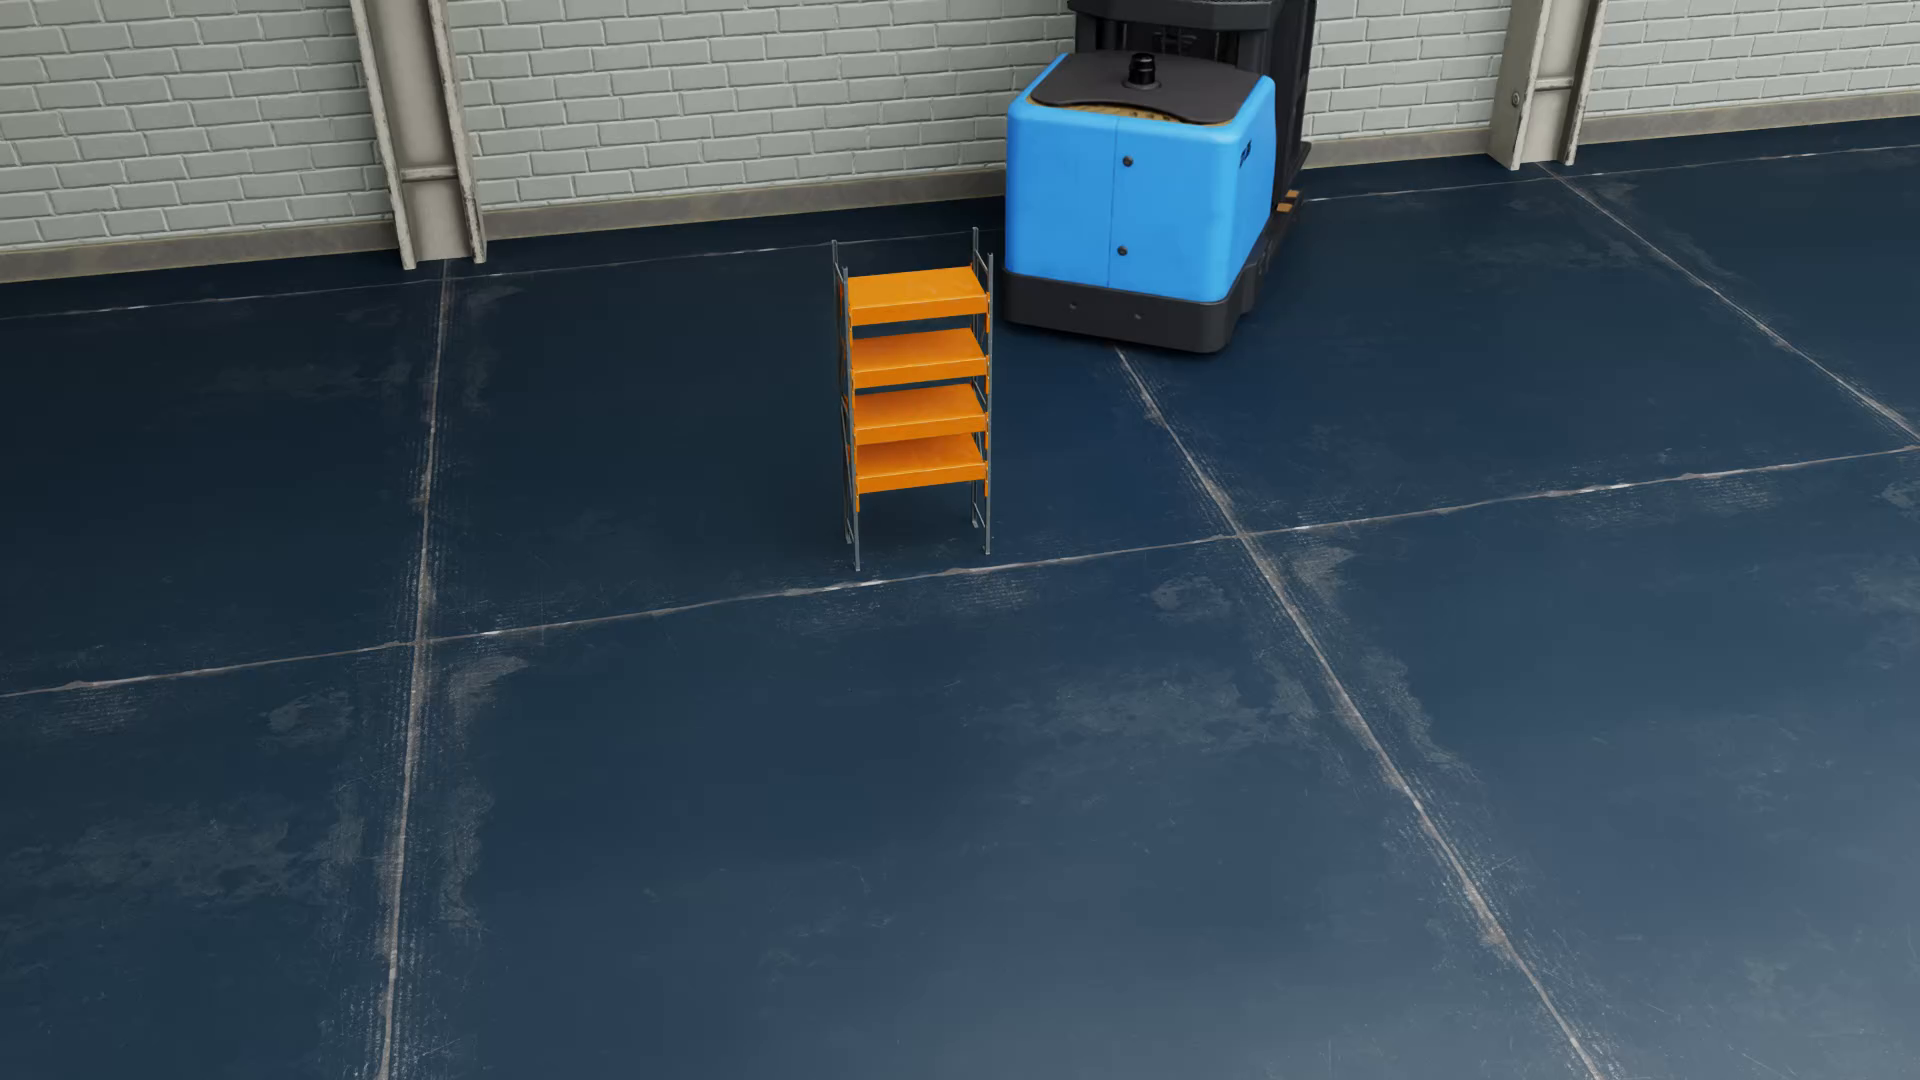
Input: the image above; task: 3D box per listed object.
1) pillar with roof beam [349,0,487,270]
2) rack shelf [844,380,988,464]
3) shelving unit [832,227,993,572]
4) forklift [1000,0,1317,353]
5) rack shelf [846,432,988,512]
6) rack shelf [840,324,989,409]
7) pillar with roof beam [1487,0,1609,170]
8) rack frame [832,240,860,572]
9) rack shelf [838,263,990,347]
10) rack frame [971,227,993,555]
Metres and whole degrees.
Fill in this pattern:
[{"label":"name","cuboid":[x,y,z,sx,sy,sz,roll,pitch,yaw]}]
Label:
[{"label":"pillar with roof beam","cuboid":[-1.651,-2.845,2.414,0.400,9.000,9.100,-7,35,-11]},{"label":"rack shelf","cuboid":[-0.161,-0.422,5.923,0.480,0.148,0.258,-7,35,-11]},{"label":"shelving unit","cuboid":[-0.161,-0.478,5.885,0.503,1.200,0.258,-7,35,-11]},{"label":"forklift","cuboid":[1.171,-2.860,7.881,1.130,2.935,3.031,12,36,17]},{"label":"rack shelf","cuboid":[-0.161,-0.257,6.033,0.480,0.148,0.258,-7,35,-11]},{"label":"rack shelf","cuboid":[-0.161,-0.608,5.798,0.480,0.148,0.258,-7,35,-11]},{"label":"pillar with roof beam","cuboid":[4.201,-3.583,3.513,0.400,9.000,9.100,-7,35,-11]},{"label":"rack frame","cuboid":[-0.399,-0.448,5.841,0.015,1.200,0.240,-7,35,-11]},{"label":"rack shelf","cuboid":[-0.161,-0.804,5.666,0.480,0.148,0.258,-7,35,-11]},{"label":"rack frame","cuboid":[0.077,-0.508,5.930,0.015,1.200,0.240,-7,35,-11]}]
